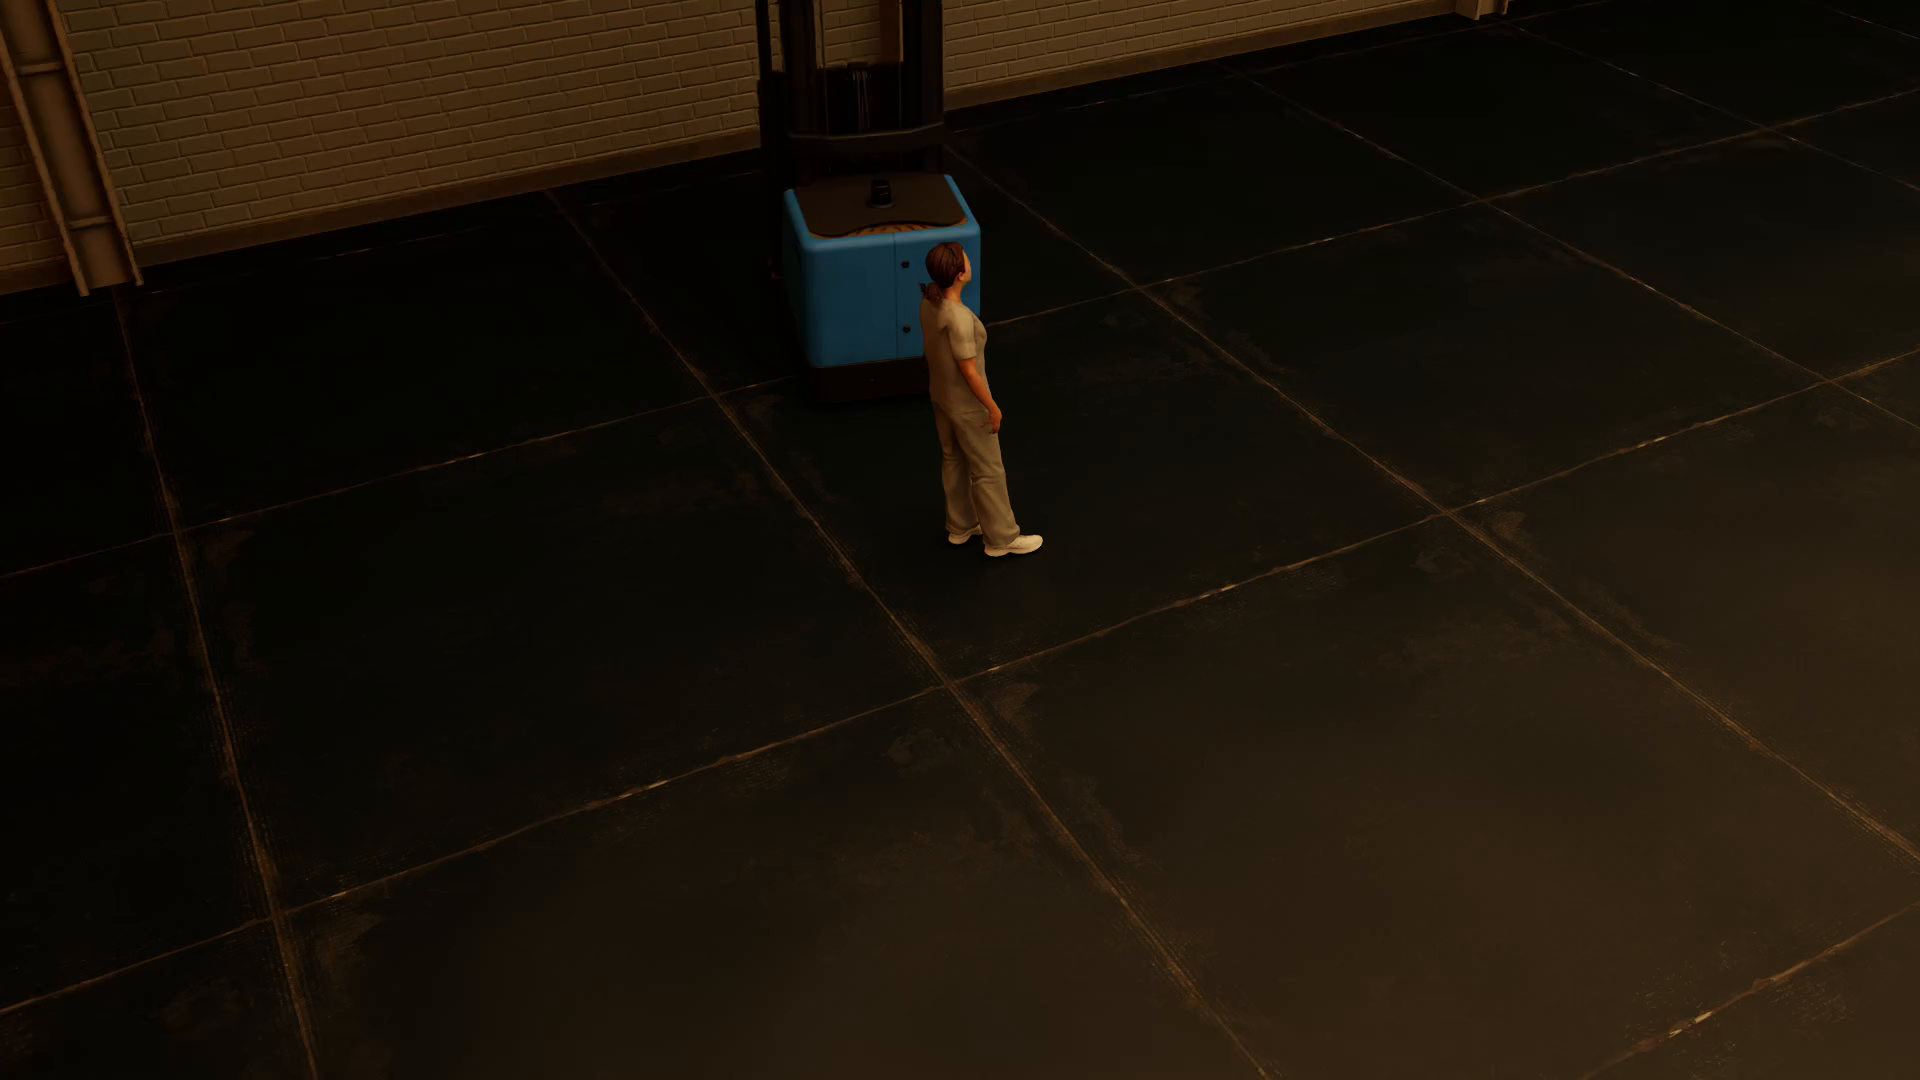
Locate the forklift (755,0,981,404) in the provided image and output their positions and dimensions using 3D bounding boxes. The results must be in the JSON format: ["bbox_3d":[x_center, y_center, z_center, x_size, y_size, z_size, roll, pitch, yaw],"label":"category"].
[{"bbox_3d":[-0.699,-2.836,10.135,1.130,2.935,3.031,-8,36,-11],"label":"forklift"}]

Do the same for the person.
[{"bbox_3d":[0.072,-0.703,8.193,0.548,1.673,0.550,-17,39,-23],"label":"person"}]
